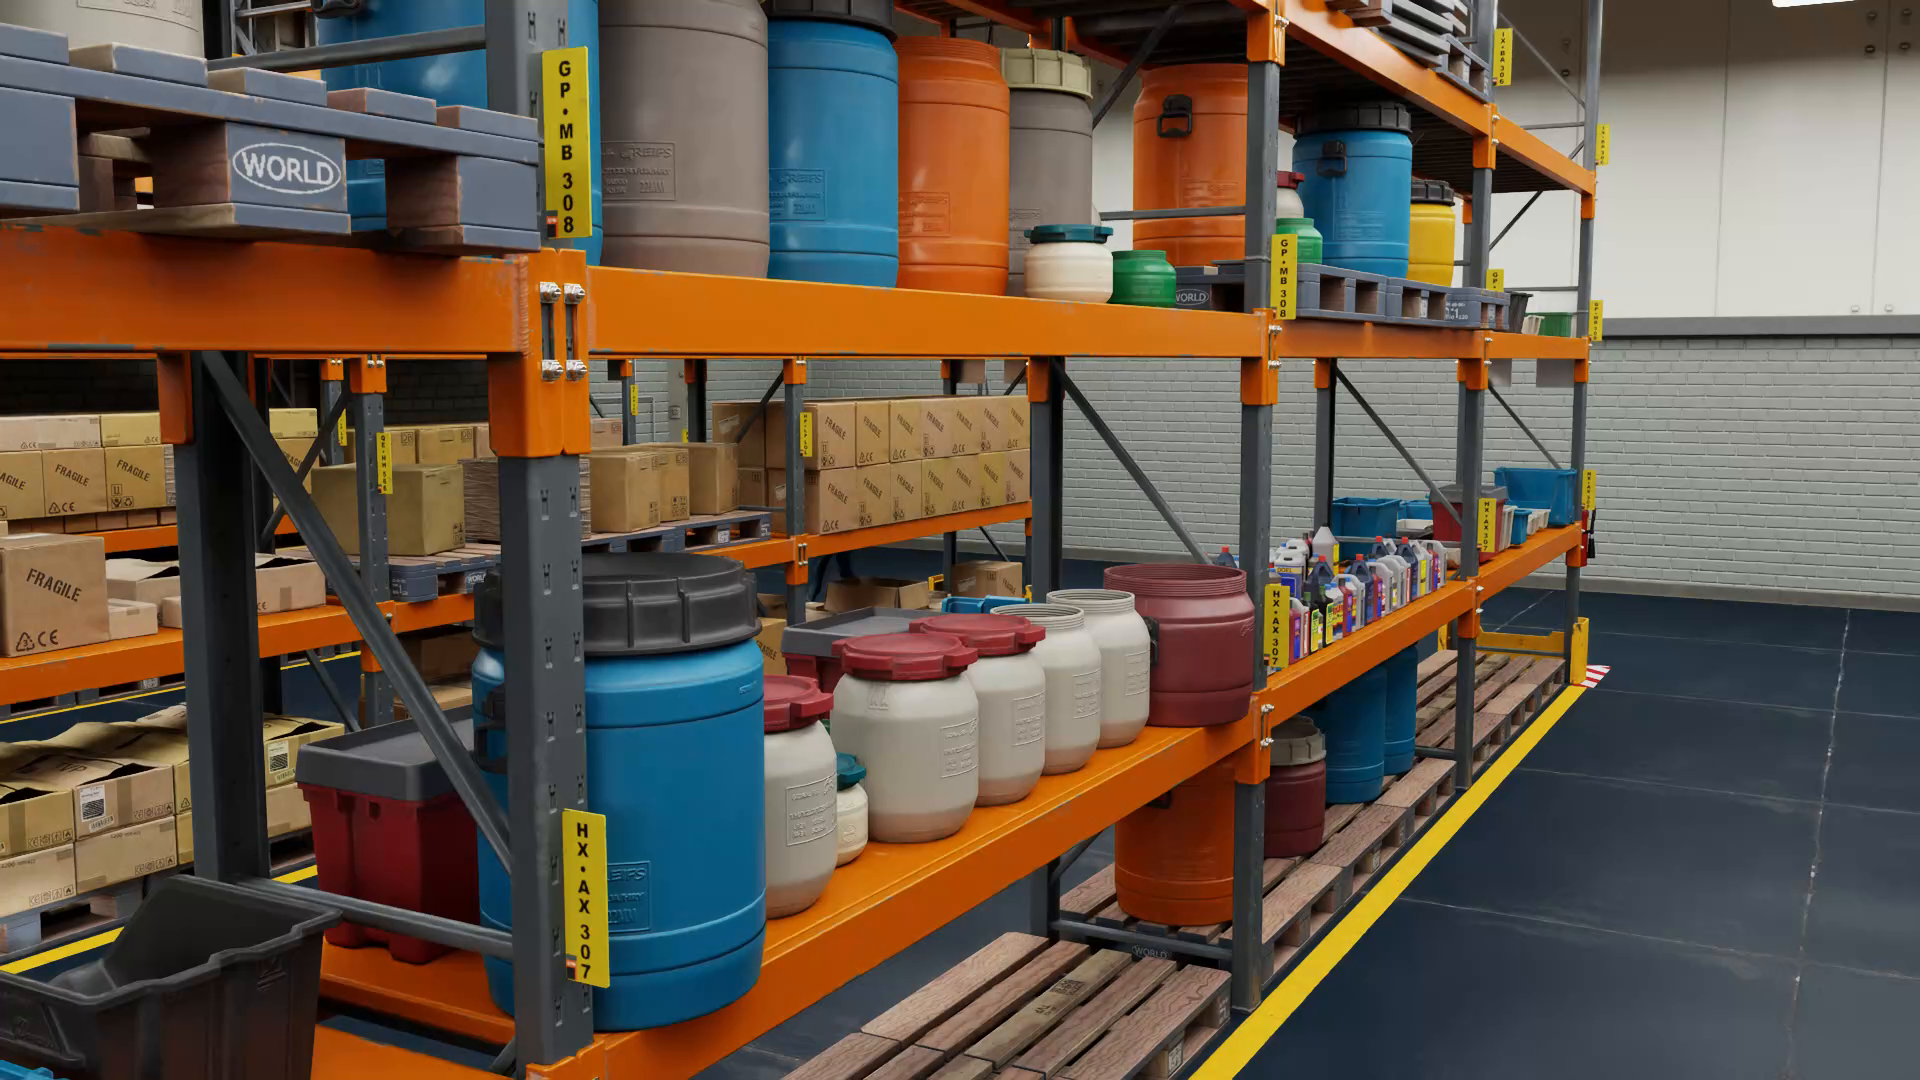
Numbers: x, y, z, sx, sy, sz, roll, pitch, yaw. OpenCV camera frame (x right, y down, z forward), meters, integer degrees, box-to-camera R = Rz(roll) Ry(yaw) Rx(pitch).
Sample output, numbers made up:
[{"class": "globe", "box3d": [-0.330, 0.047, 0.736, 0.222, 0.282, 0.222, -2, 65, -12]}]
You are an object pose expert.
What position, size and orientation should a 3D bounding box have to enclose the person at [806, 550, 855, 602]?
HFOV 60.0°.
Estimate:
[{"class": "person", "box3d": [-1.344, 0.027, 16.736, 0.417, 1.558, 0.883, 6, 8, 43]}]
